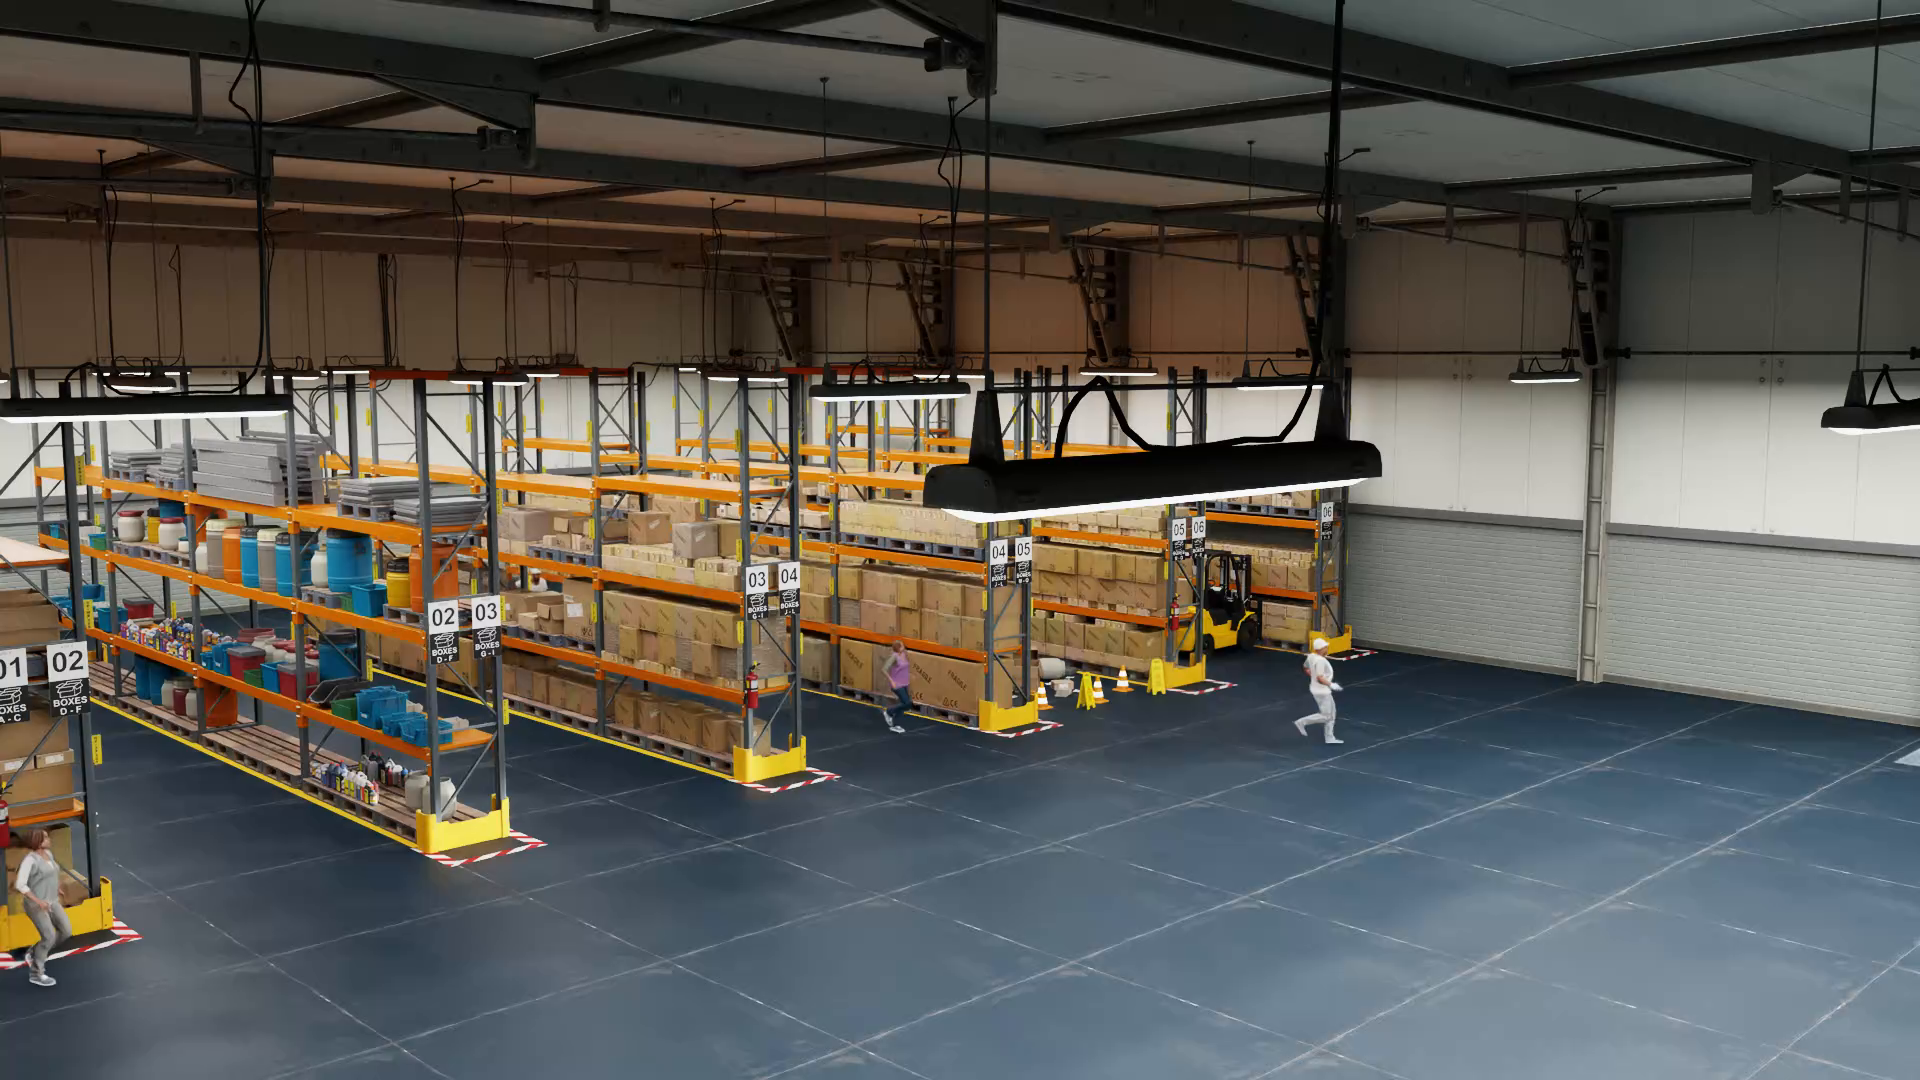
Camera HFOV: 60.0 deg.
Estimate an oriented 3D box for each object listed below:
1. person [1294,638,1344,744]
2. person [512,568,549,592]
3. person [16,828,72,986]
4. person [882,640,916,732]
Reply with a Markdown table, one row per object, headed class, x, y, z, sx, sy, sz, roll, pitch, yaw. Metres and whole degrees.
| class | x | y | z | sx | sy | sz | roll | pitch | yaw |
| --- | --- | --- | --- | --- | --- | --- | --- | --- | --- |
| person | 5.803 | 2.444 | 26.852 | 0.837 | 1.744 | 0.696 | 0 | 6 | 0 |
| person | -9.250 | 1.424 | 35.994 | 0.818 | 1.681 | 0.683 | 5 | 8 | 38 |
| person | -9.214 | 3.686 | 16.776 | 0.457 | 1.552 | 0.603 | 0 | 6 | 4 |
| person | -0.989 | 2.437 | 27.709 | 0.537 | 1.558 | 0.530 | 3 | 7 | 27 |
